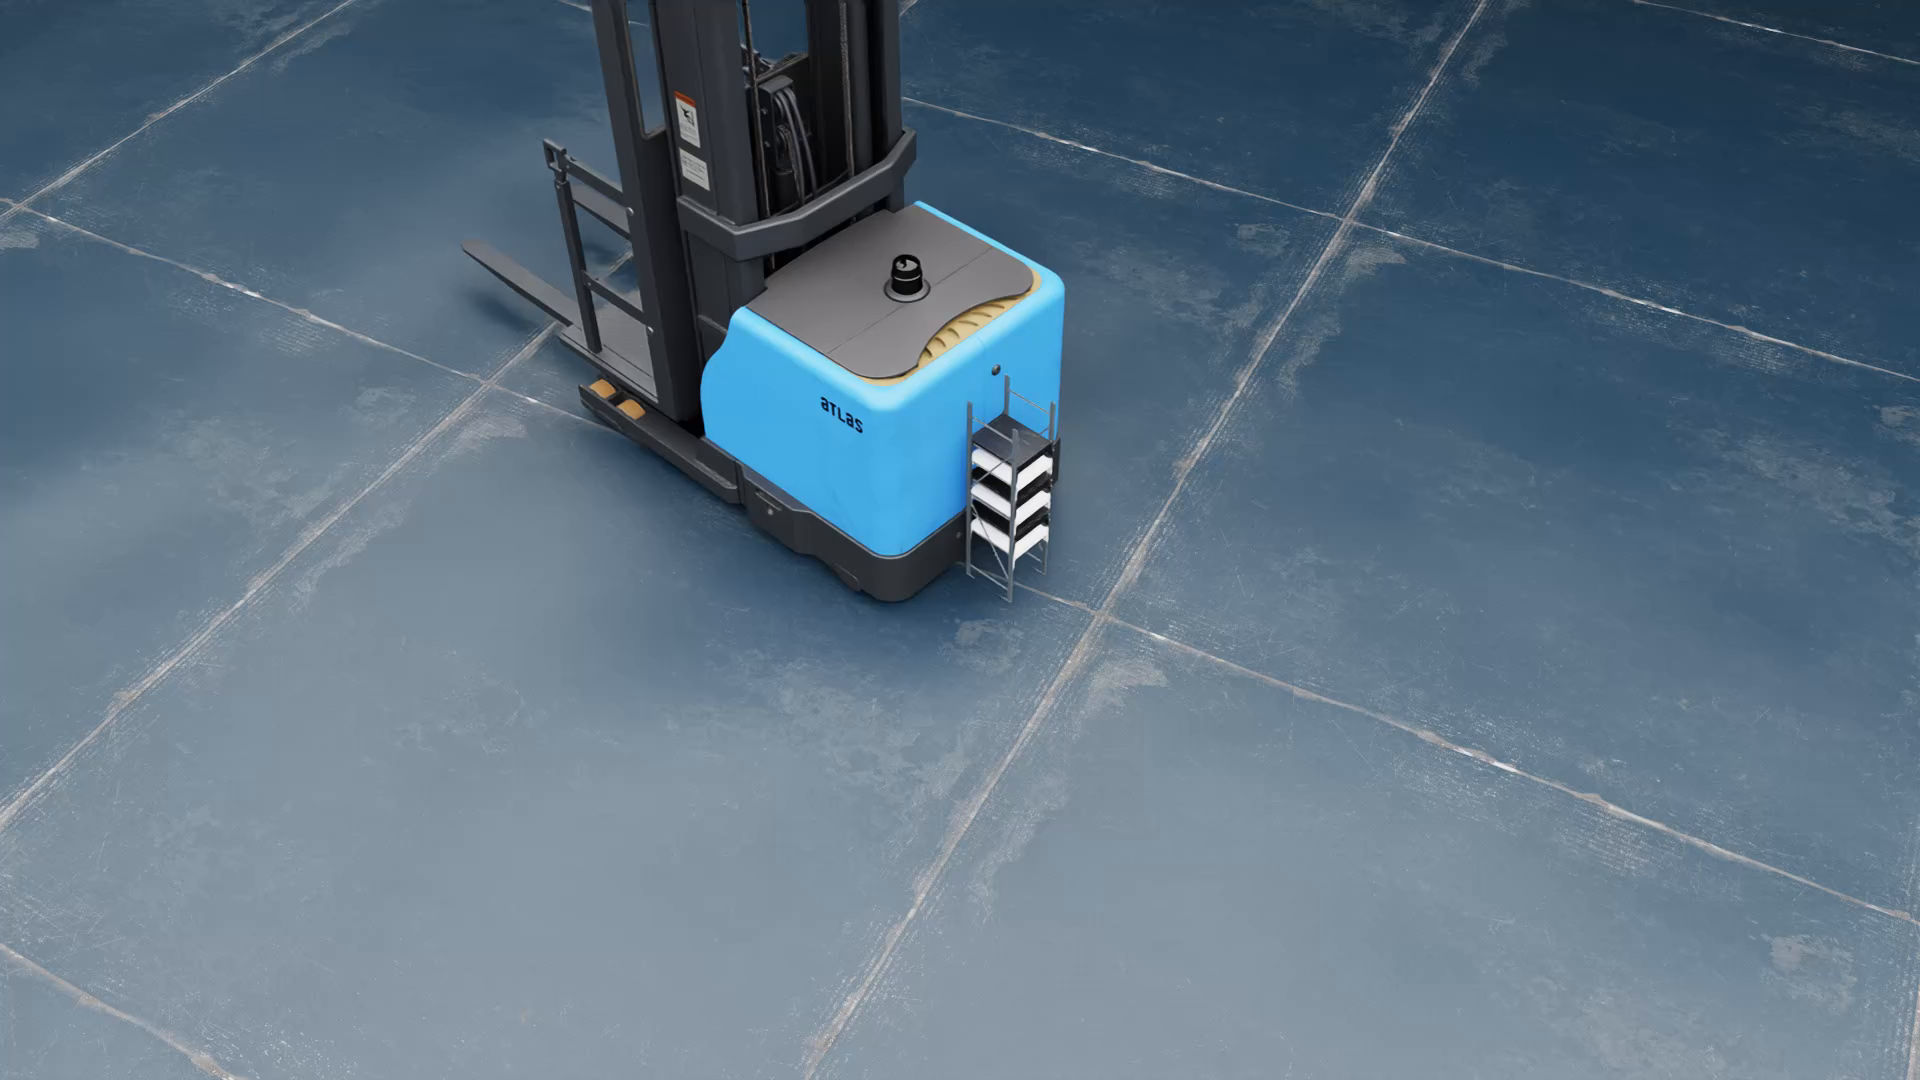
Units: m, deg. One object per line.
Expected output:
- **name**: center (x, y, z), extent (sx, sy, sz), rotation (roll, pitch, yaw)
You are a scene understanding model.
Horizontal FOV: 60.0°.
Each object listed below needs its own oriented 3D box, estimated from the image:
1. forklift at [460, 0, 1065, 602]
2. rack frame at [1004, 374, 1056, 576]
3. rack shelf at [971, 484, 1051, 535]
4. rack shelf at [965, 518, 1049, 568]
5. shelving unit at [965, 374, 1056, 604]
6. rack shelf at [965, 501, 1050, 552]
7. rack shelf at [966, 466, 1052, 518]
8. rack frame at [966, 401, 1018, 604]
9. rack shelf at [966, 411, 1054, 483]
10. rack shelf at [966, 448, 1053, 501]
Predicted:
- **forklift**: center (-1.014, -1.714, 6.383), extent (3.031, 2.935, 1.130), rotation (33, 54, 29)
- **rack frame**: center (0.252, -0.232, 6.346), extent (0.240, 0.900, 0.006), rotation (33, 54, 28)
- **rack shelf**: center (0.183, -0.155, 6.317), extent (0.258, 0.077, 0.200), rotation (33, 54, 28)
- **rack shelf**: center (0.183, -0.029, 6.445), extent (0.258, 0.077, 0.200), rotation (33, 54, 28)
- **shelving unit**: center (0.183, -0.179, 6.293), extent (0.258, 0.900, 0.210), rotation (33, 54, 28)
- **rack shelf**: center (0.183, -0.092, 6.381), extent (0.258, 0.077, 0.200), rotation (33, 54, 28)
- **rack shelf**: center (0.184, -0.218, 6.253), extent (0.258, 0.077, 0.200), rotation (33, 54, 28)
- **rack frame**: center (0.114, -0.126, 6.241), extent (0.240, 0.900, 0.006), rotation (33, 54, 28)
- **rack shelf**: center (0.184, -0.345, 6.125), extent (0.258, 0.077, 0.200), rotation (33, 54, 28)
- **rack shelf**: center (0.184, -0.282, 6.189), extent (0.258, 0.077, 0.200), rotation (33, 54, 28)
